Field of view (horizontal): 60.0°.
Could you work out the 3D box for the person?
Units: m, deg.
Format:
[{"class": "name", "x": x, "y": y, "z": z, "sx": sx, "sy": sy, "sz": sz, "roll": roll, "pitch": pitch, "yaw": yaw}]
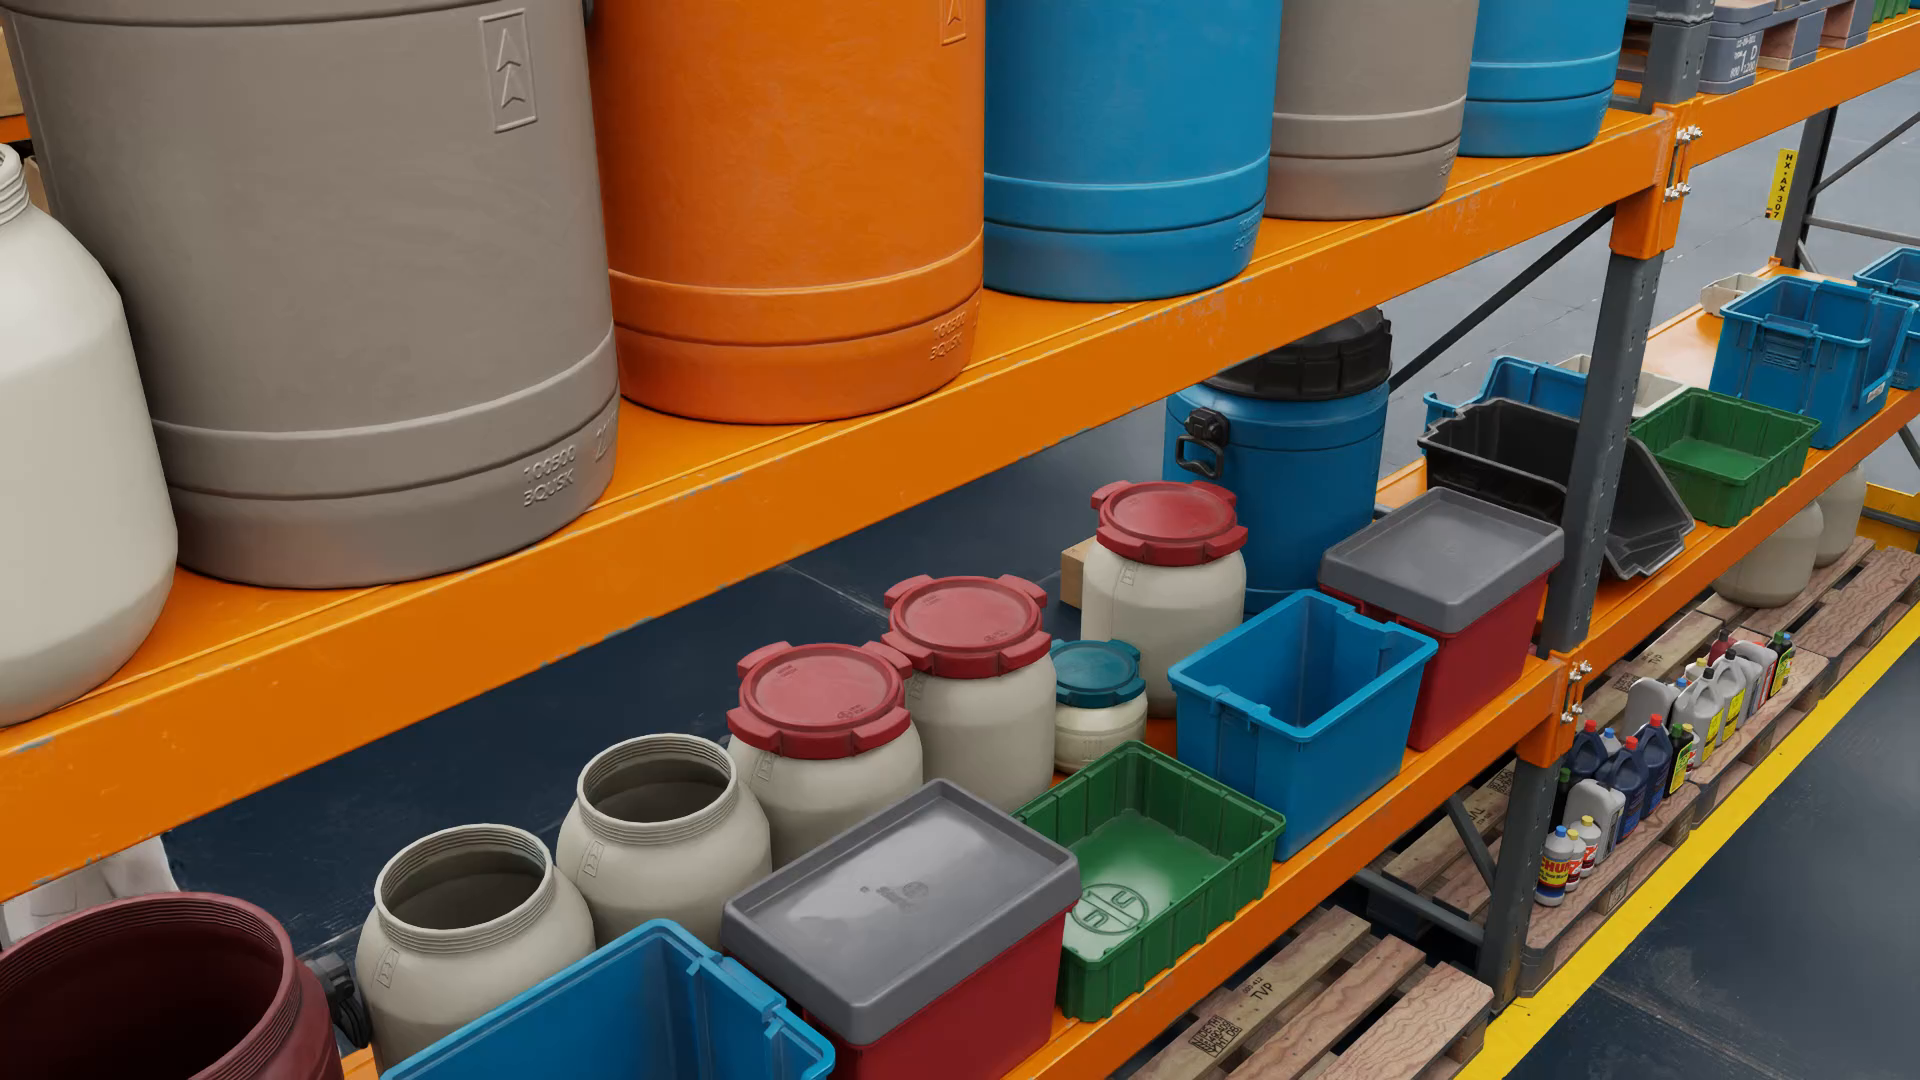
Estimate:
[{"class": "person", "x": -2.124, "y": 1.066, "z": 4.072, "sx": 0.561, "sy": 1.735, "sz": 1.049, "roll": 21, "pitch": 34, "yaw": 34}]
